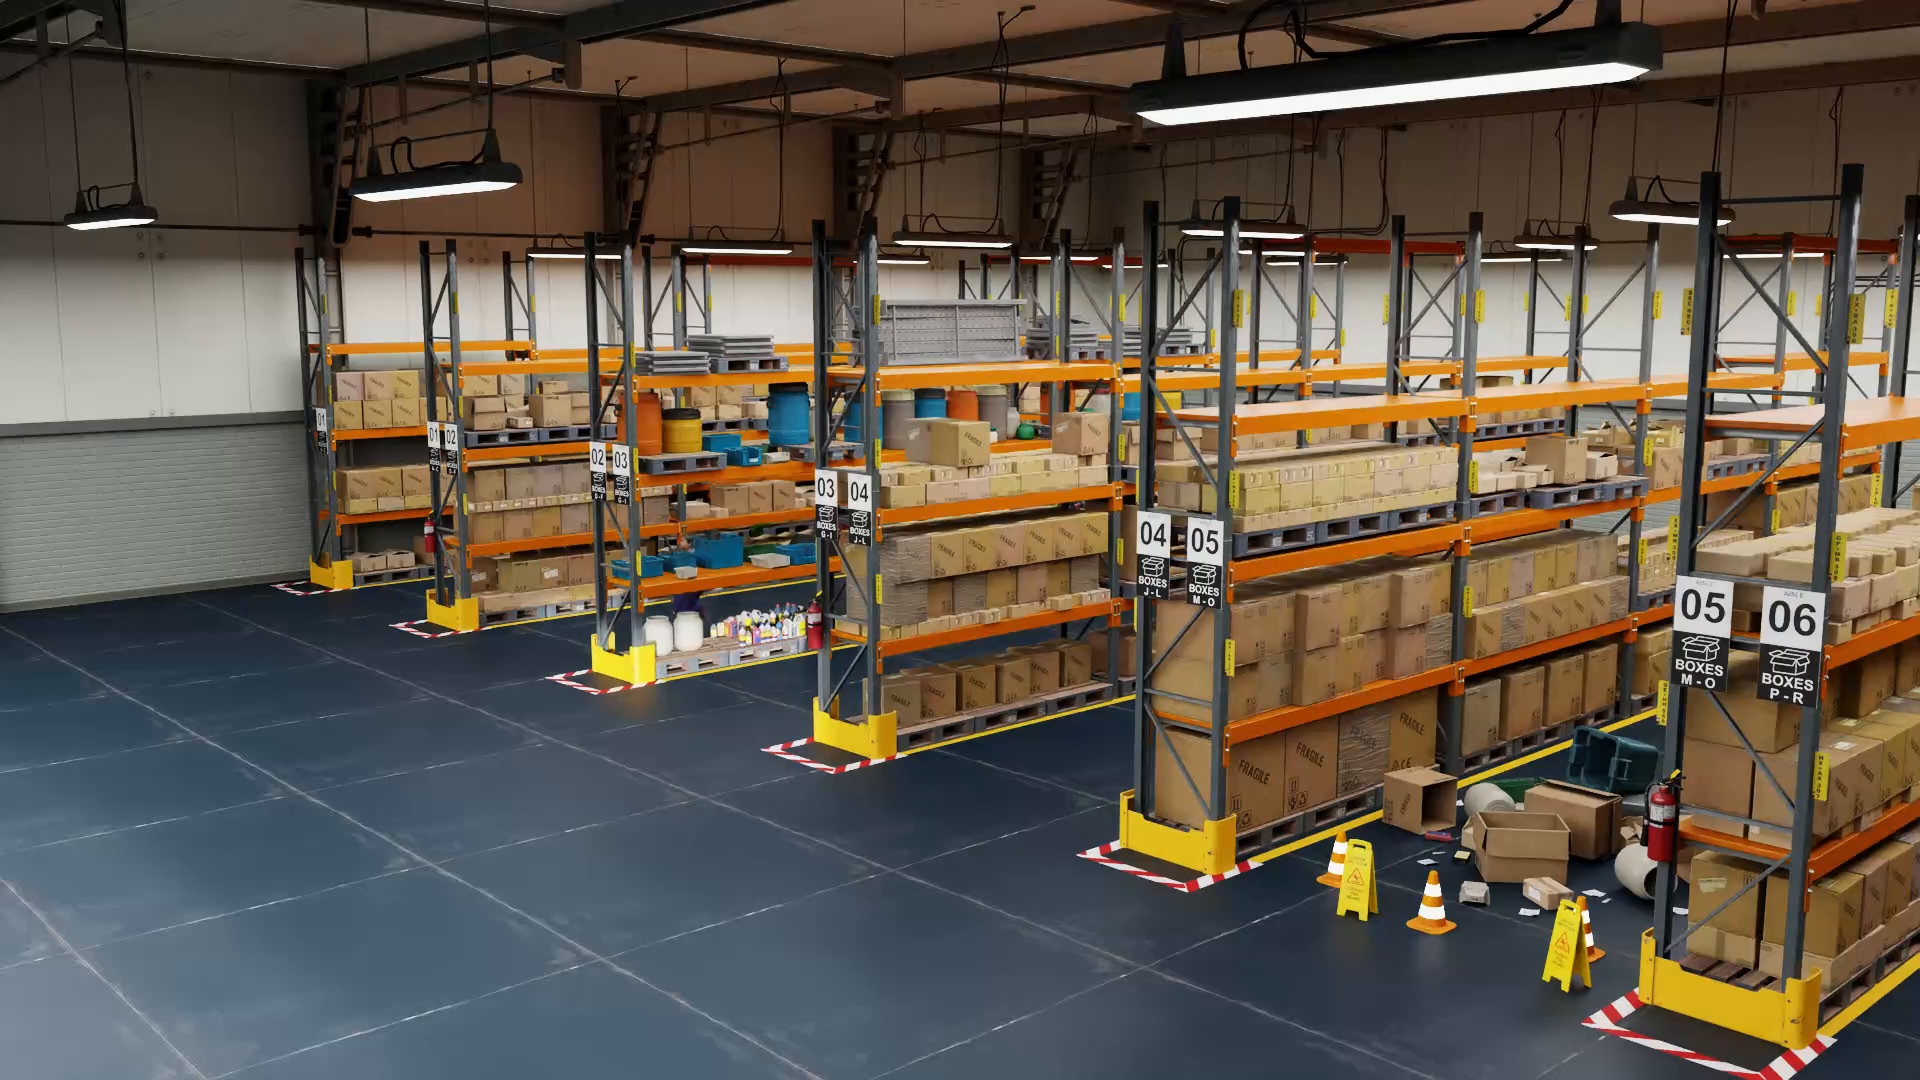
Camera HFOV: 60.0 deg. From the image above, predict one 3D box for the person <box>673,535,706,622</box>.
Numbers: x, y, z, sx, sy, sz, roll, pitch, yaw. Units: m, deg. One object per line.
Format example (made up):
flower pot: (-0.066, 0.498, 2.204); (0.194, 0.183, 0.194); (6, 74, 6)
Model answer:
person: (-4.088, 0.706, 25.120); (0.644, 1.605, 0.648); (8, 11, 42)

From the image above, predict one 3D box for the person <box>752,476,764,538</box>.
person: (-3.986, -0.514, 32.790); (0.648, 1.759, 0.640); (8, 11, 42)
